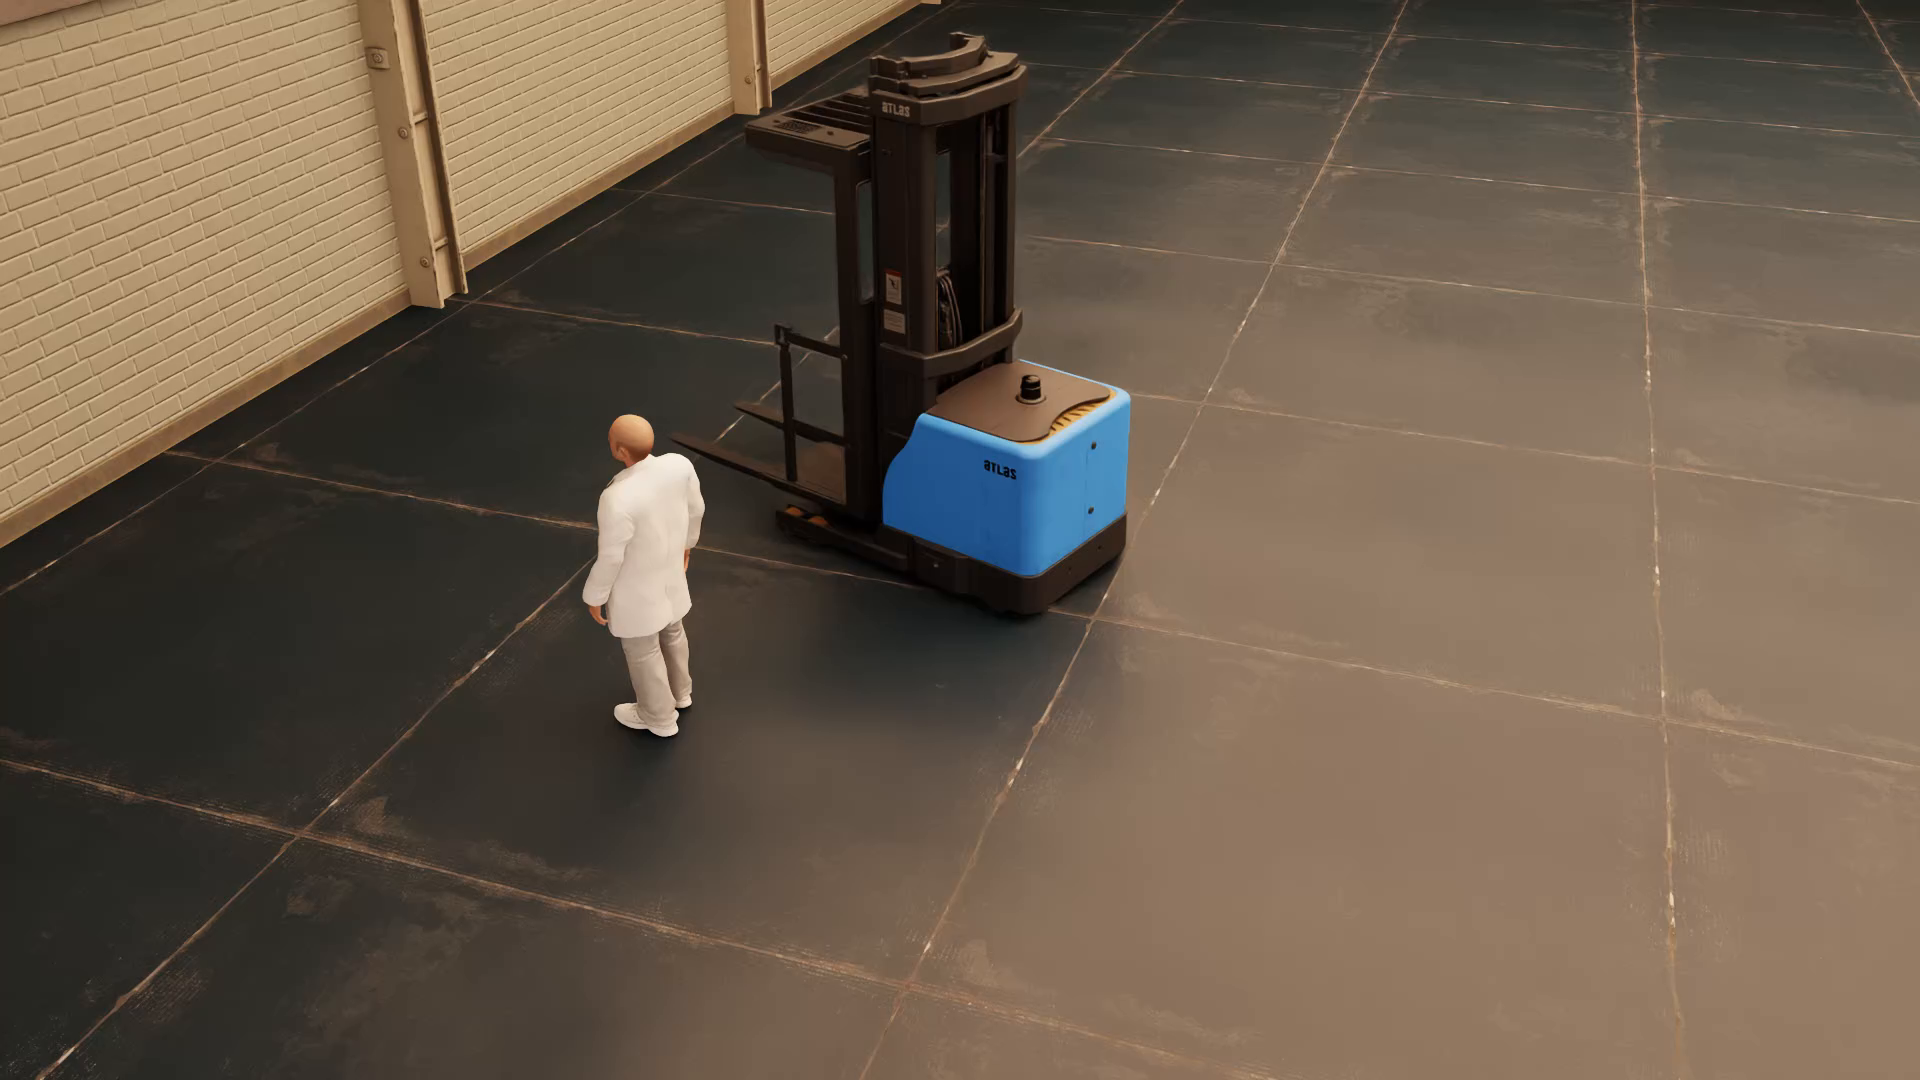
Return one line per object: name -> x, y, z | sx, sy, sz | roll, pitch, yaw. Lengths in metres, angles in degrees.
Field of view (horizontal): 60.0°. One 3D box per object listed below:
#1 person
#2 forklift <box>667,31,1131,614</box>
person -> -1.581, 0.152, 8.020 | 0.582, 1.776, 0.697 | 21, 36, 32
forklift -> -0.500, -1.435, 9.654 | 3.031, 2.935, 1.130 | 21, 36, 32
